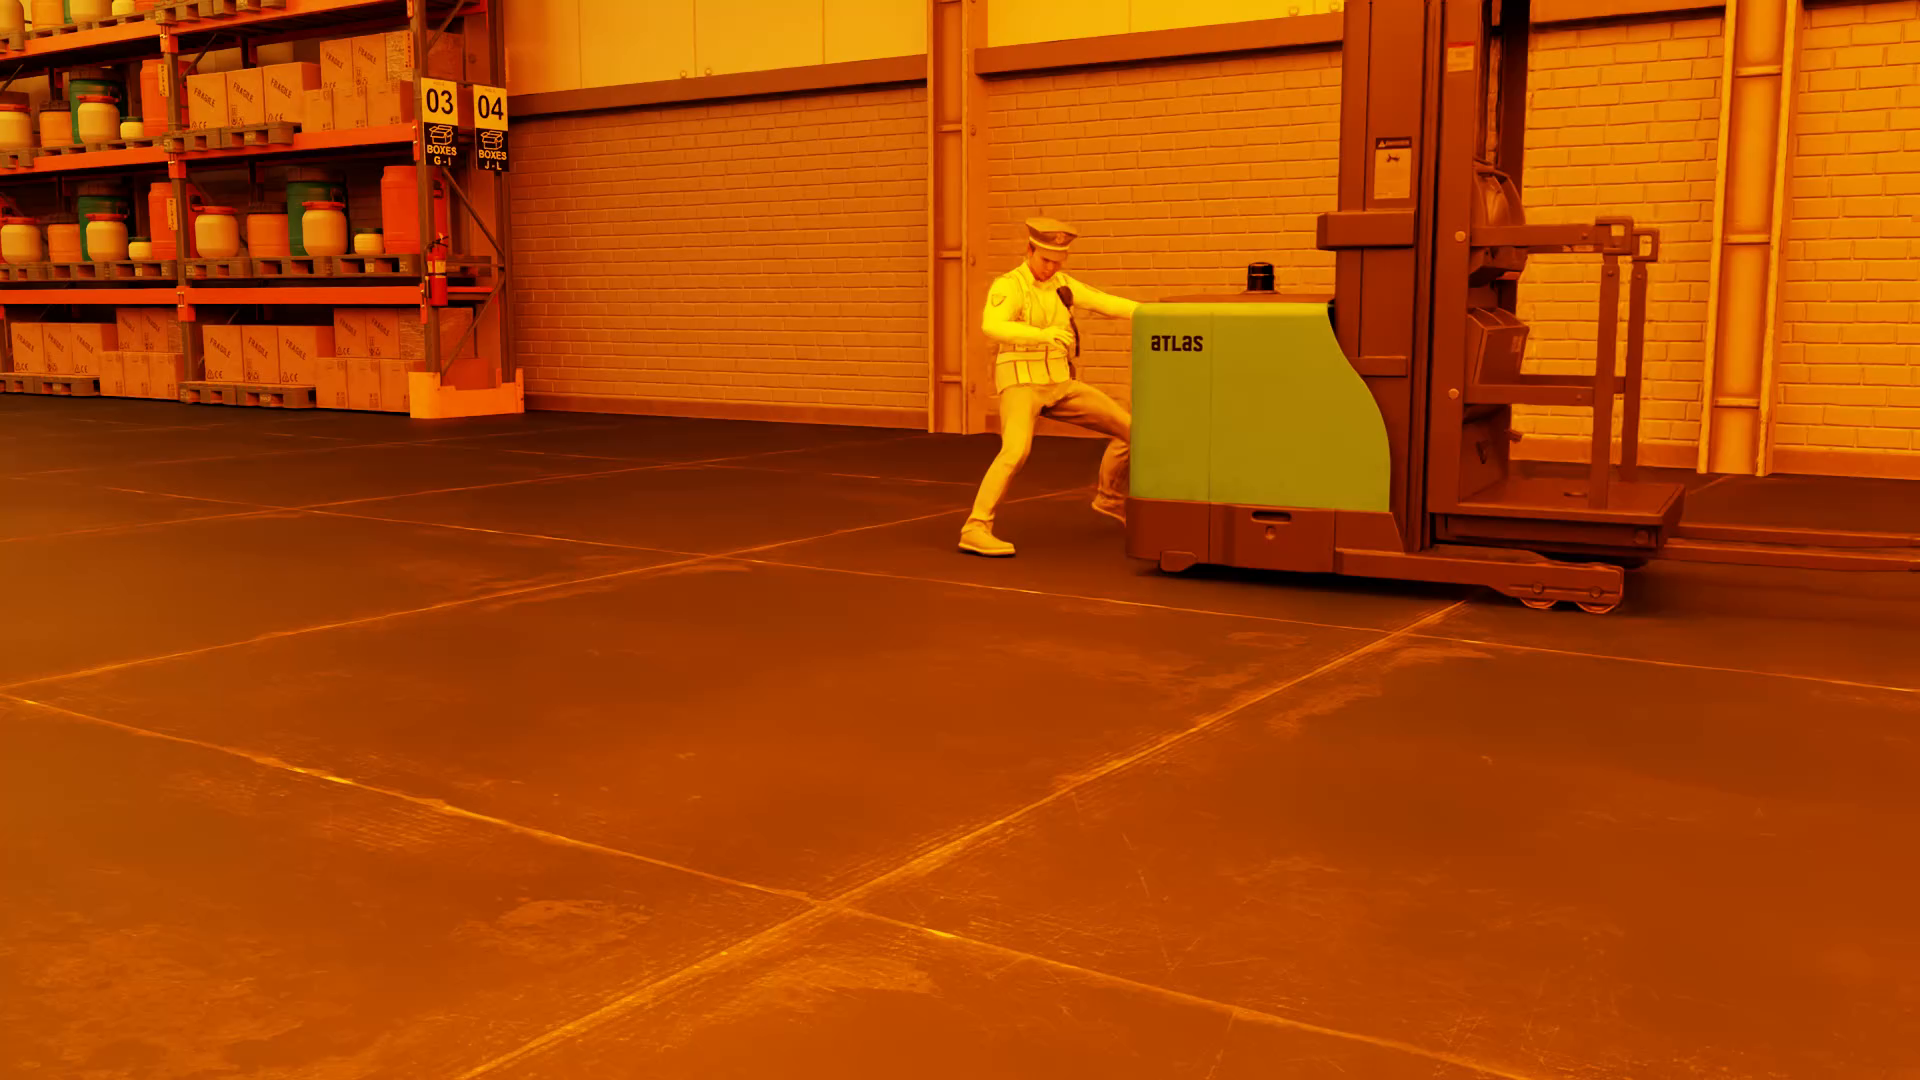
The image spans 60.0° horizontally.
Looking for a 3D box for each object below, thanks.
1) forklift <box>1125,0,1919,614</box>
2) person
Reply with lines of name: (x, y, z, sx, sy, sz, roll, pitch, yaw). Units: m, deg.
forklift: (2.211, -1.279, 6.186, 3.031, 2.935, 1.130, 4, 9, 27)
person: (0.461, -0.717, 7.479, 1.162, 1.452, 0.630, -5, 9, -30)
